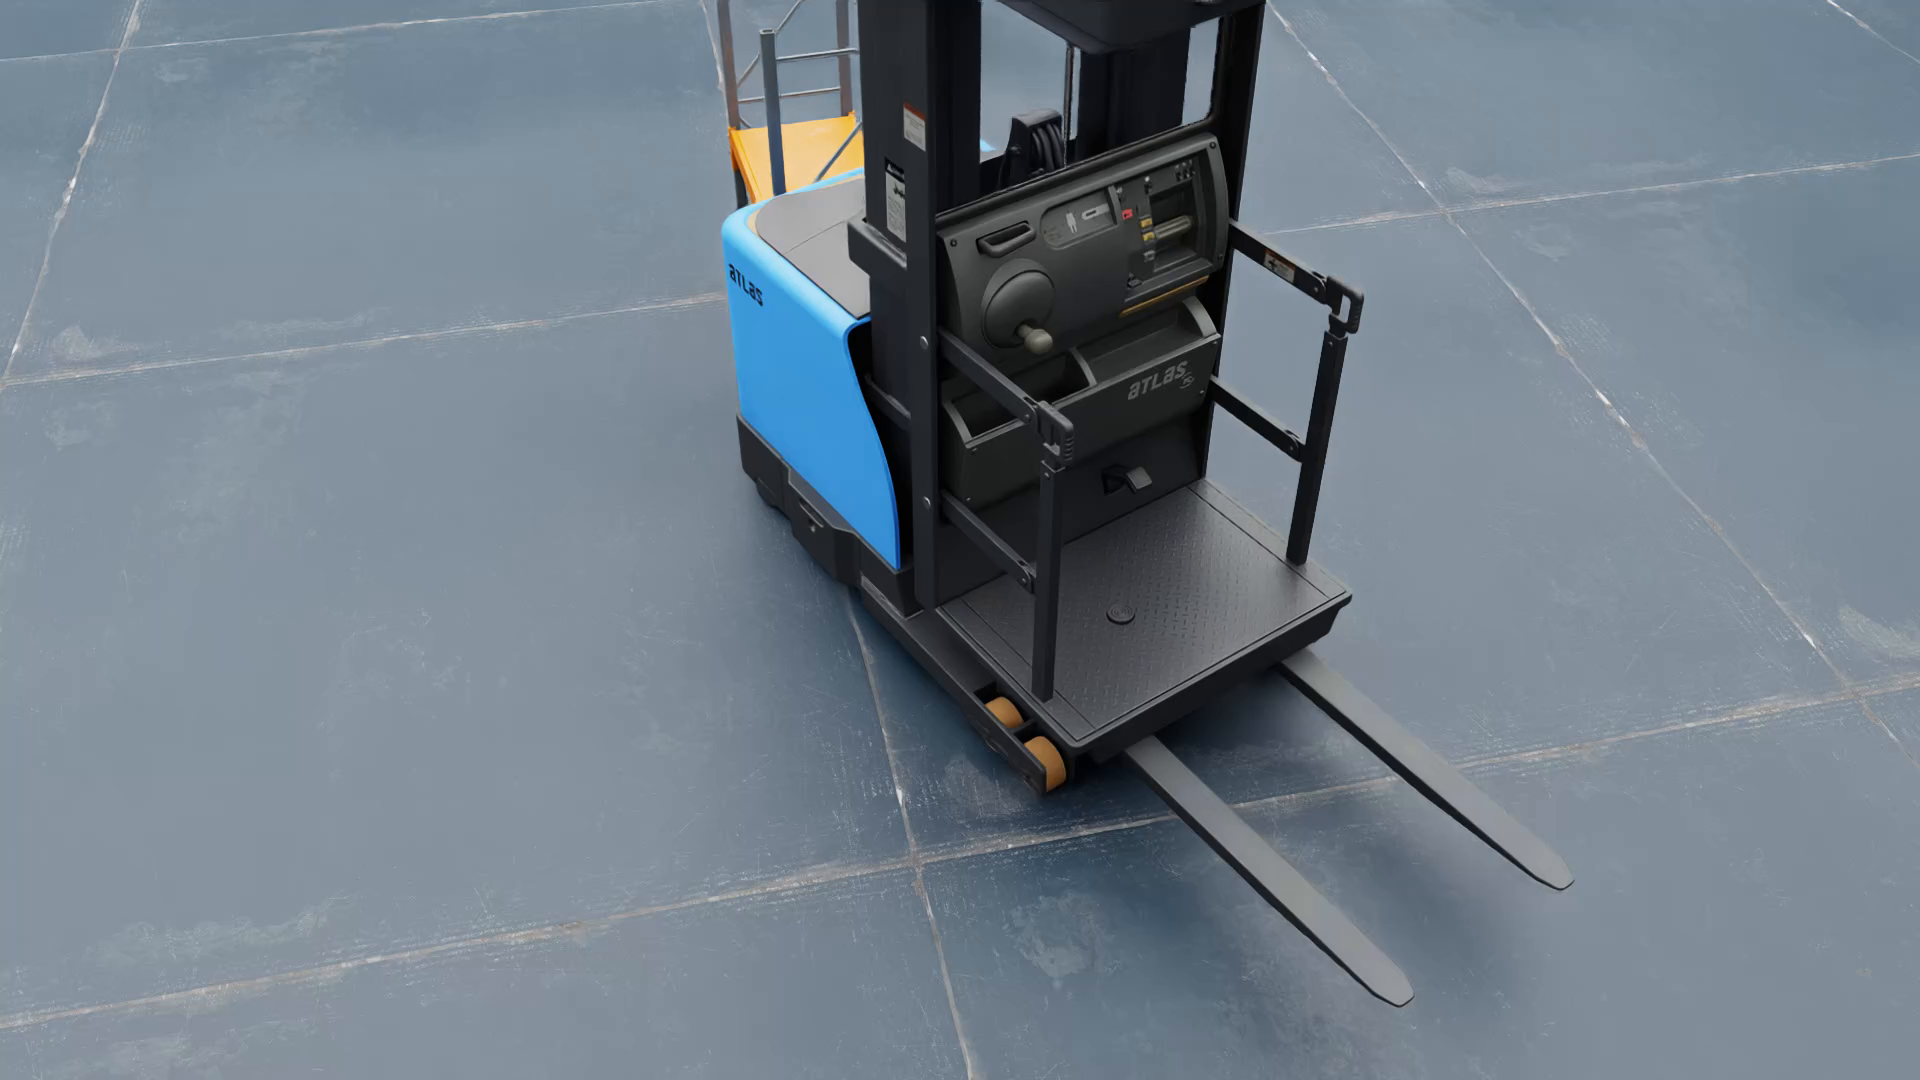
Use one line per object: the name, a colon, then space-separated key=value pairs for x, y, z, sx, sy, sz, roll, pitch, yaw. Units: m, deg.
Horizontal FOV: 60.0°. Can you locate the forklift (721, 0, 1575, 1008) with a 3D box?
forklift: x=0.481 y=-0.720 z=4.354 sx=1.130 sy=2.935 sz=3.031 roll=-25 pitch=47 yaw=-26

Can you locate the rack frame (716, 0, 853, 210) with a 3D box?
rack frame: x=-0.677 y=-1.761 z=6.604 sx=0.500 sy=1.500 sz=0.032 roll=-11 pitch=43 yaw=-12

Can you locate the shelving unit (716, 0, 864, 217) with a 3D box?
shelving unit: x=-0.536 y=-1.430 z=6.232 sx=0.587 sy=1.500 sz=1.083 roll=-11 pitch=43 yaw=-12

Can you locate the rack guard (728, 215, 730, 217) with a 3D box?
rack guard: x=-0.672 y=-1.281 z=7.005 sx=0.587 sy=0.250 sz=0.087 roll=-11 pitch=43 yaw=-12

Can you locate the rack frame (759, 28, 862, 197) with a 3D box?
rack frame: x=-0.400 y=-1.111 z=5.872 sx=0.500 sy=1.500 sz=0.032 roll=-11 pitch=43 yaw=-12

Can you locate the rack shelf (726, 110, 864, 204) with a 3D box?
rack shelf: x=-0.539 y=-1.302 z=6.358 sx=0.538 sy=0.185 sz=1.000 roll=-11 pitch=43 yaw=-12
